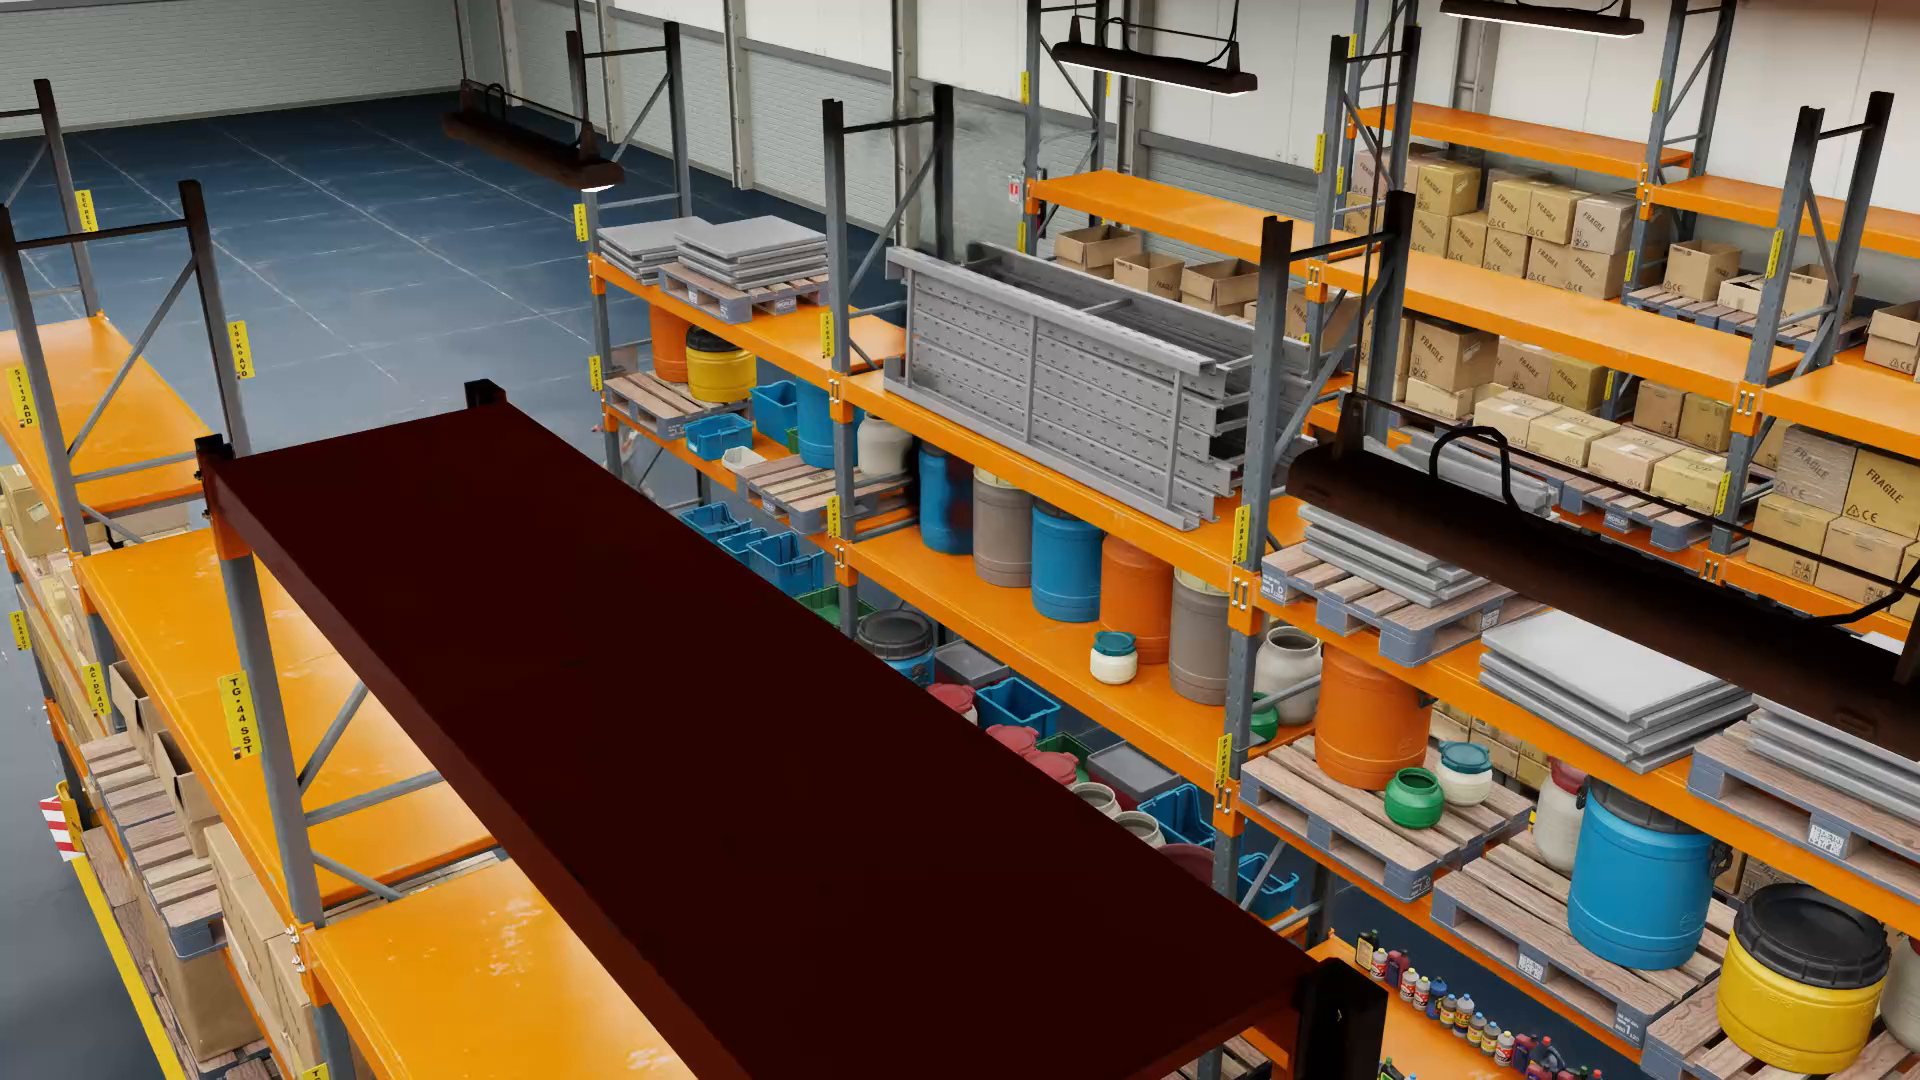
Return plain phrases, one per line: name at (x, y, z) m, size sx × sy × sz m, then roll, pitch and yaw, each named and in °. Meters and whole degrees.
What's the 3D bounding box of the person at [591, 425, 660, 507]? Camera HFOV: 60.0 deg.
person at (-3.892, -1.013, 19.293) m, size 0.717 × 1.597 × 0.521 m, roll -3°, pitch 25°, yaw -6°
